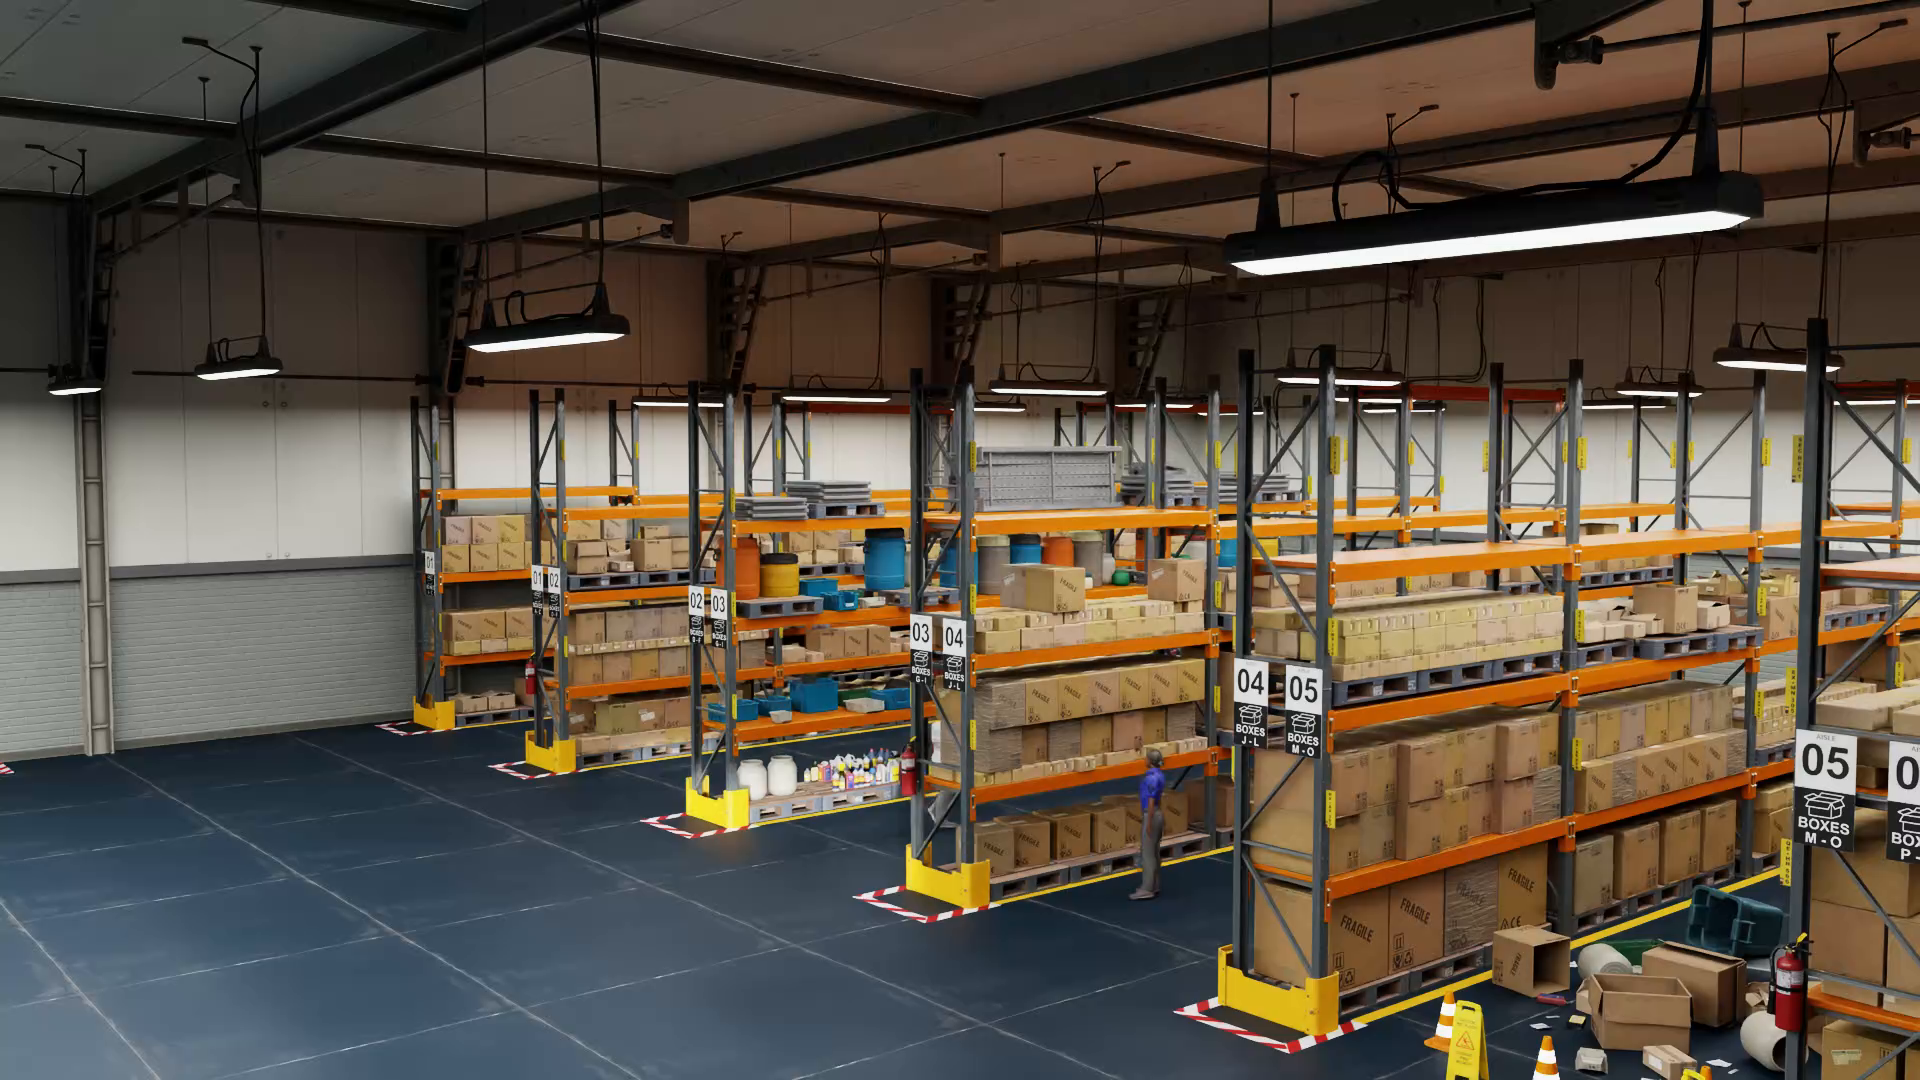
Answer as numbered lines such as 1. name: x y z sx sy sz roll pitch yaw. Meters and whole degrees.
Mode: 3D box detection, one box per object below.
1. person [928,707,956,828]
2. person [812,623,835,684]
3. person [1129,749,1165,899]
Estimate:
1. person: -0.200 3.000 22.161 0.447 1.692 0.439 0 3 -6
2. person: -2.773 2.271 33.916 0.519 1.777 0.600 0 3 2
3. person: 2.132 3.225 18.943 0.394 1.651 0.539 0 3 7
